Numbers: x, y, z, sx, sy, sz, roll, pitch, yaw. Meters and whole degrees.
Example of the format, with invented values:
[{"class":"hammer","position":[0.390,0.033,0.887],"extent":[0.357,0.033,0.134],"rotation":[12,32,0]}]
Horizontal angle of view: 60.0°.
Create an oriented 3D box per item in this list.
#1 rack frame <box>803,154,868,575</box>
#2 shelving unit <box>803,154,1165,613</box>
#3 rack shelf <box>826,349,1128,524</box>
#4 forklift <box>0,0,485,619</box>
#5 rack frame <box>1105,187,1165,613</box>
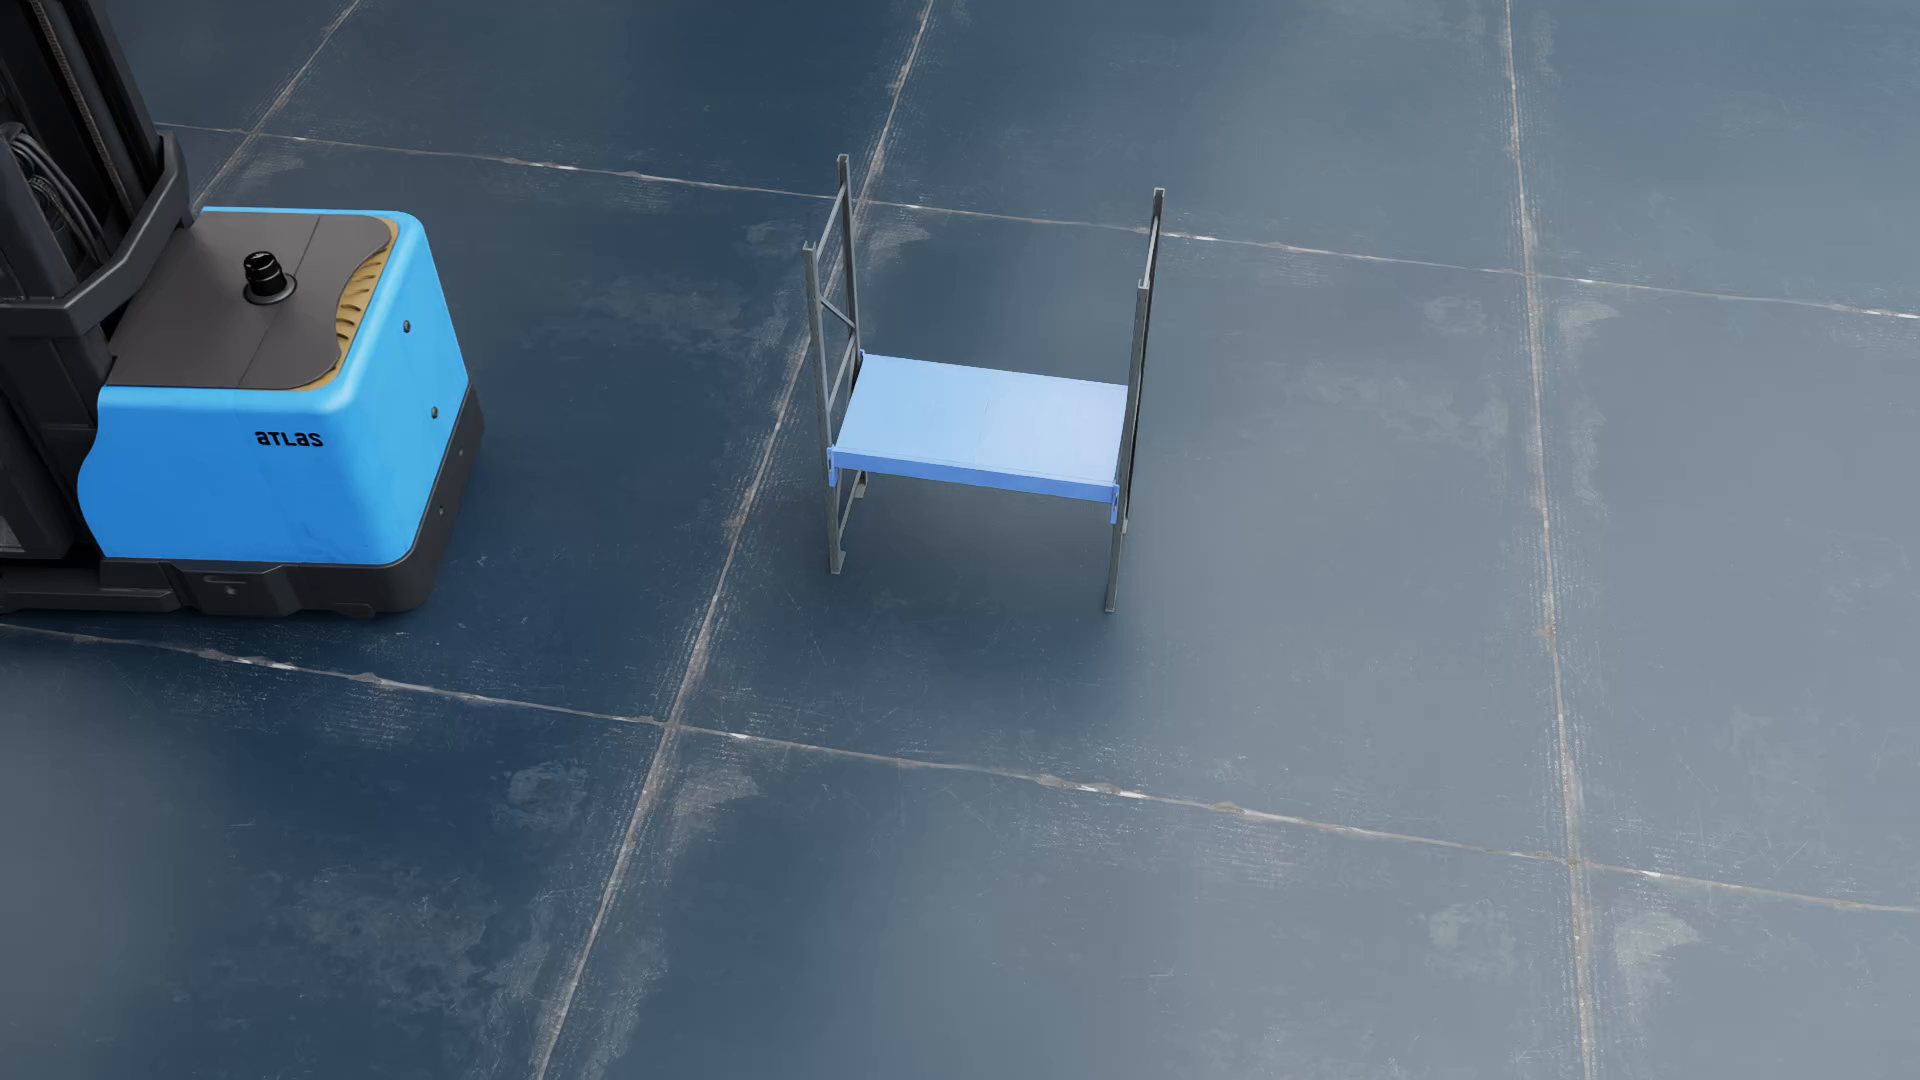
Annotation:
[{"class":"rack frame","position":[-0.416,-0.557,5.742],"extent":[0.032,1.500,0.500],"rotation":[8,49,7]},{"class":"shelving unit","position":[0.084,-0.490,5.682],"extent":[1.048,1.500,0.538],"rotation":[8,49,7]},{"class":"rack shelf","position":[0.084,-0.370,5.816],"extent":[1.000,0.185,0.538],"rotation":[8,49,7]},{"class":"forklift","position":[-3.401,-1.105,5.273],"extent":[3.031,2.935,1.130],"rotation":[2,48,2]},{"class":"rack frame","position":[0.584,-0.423,5.622],"extent":[0.032,1.500,0.500],"rotation":[8,49,7]}]
